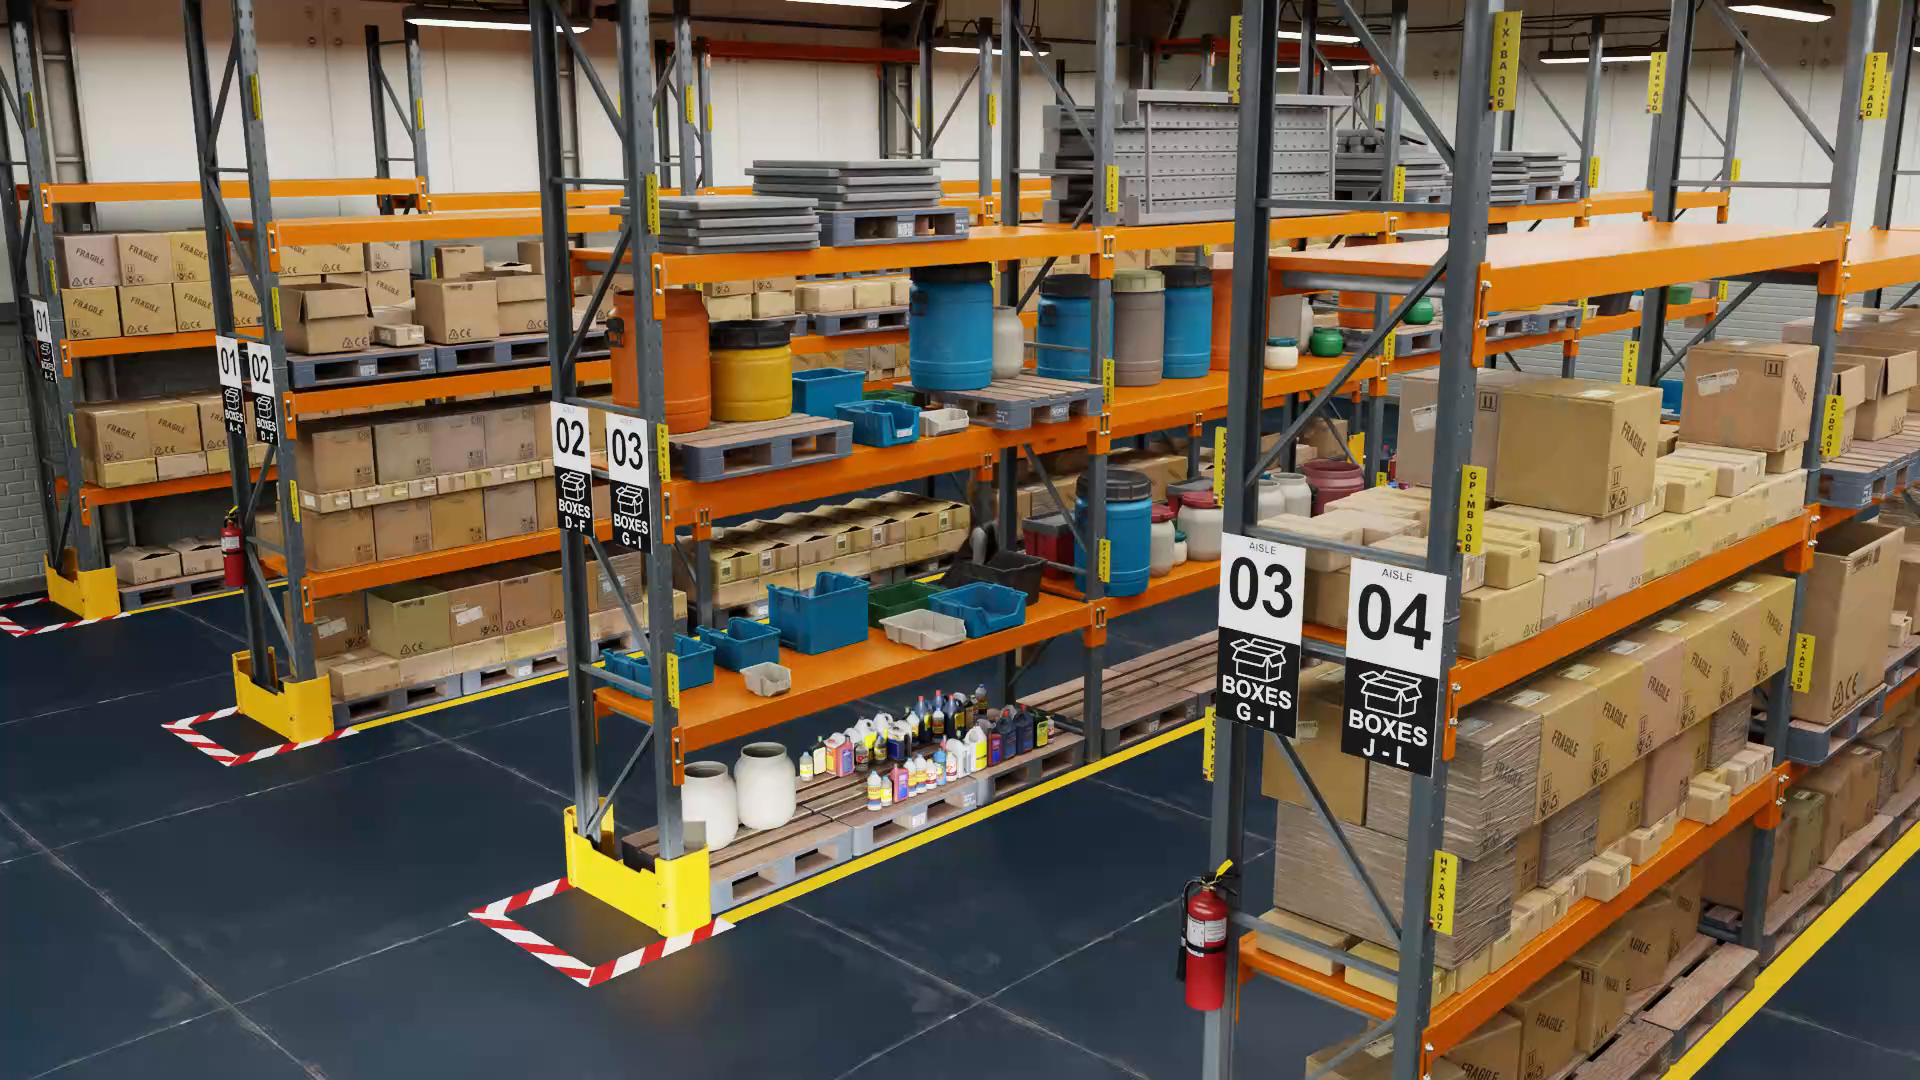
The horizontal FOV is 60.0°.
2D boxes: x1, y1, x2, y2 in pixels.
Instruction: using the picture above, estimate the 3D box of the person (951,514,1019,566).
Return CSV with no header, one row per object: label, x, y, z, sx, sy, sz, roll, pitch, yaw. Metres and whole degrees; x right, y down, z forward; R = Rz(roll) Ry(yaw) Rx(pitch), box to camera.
person,0.271,0.365,15.669,0.690,1.433,0.591,13,19,43
